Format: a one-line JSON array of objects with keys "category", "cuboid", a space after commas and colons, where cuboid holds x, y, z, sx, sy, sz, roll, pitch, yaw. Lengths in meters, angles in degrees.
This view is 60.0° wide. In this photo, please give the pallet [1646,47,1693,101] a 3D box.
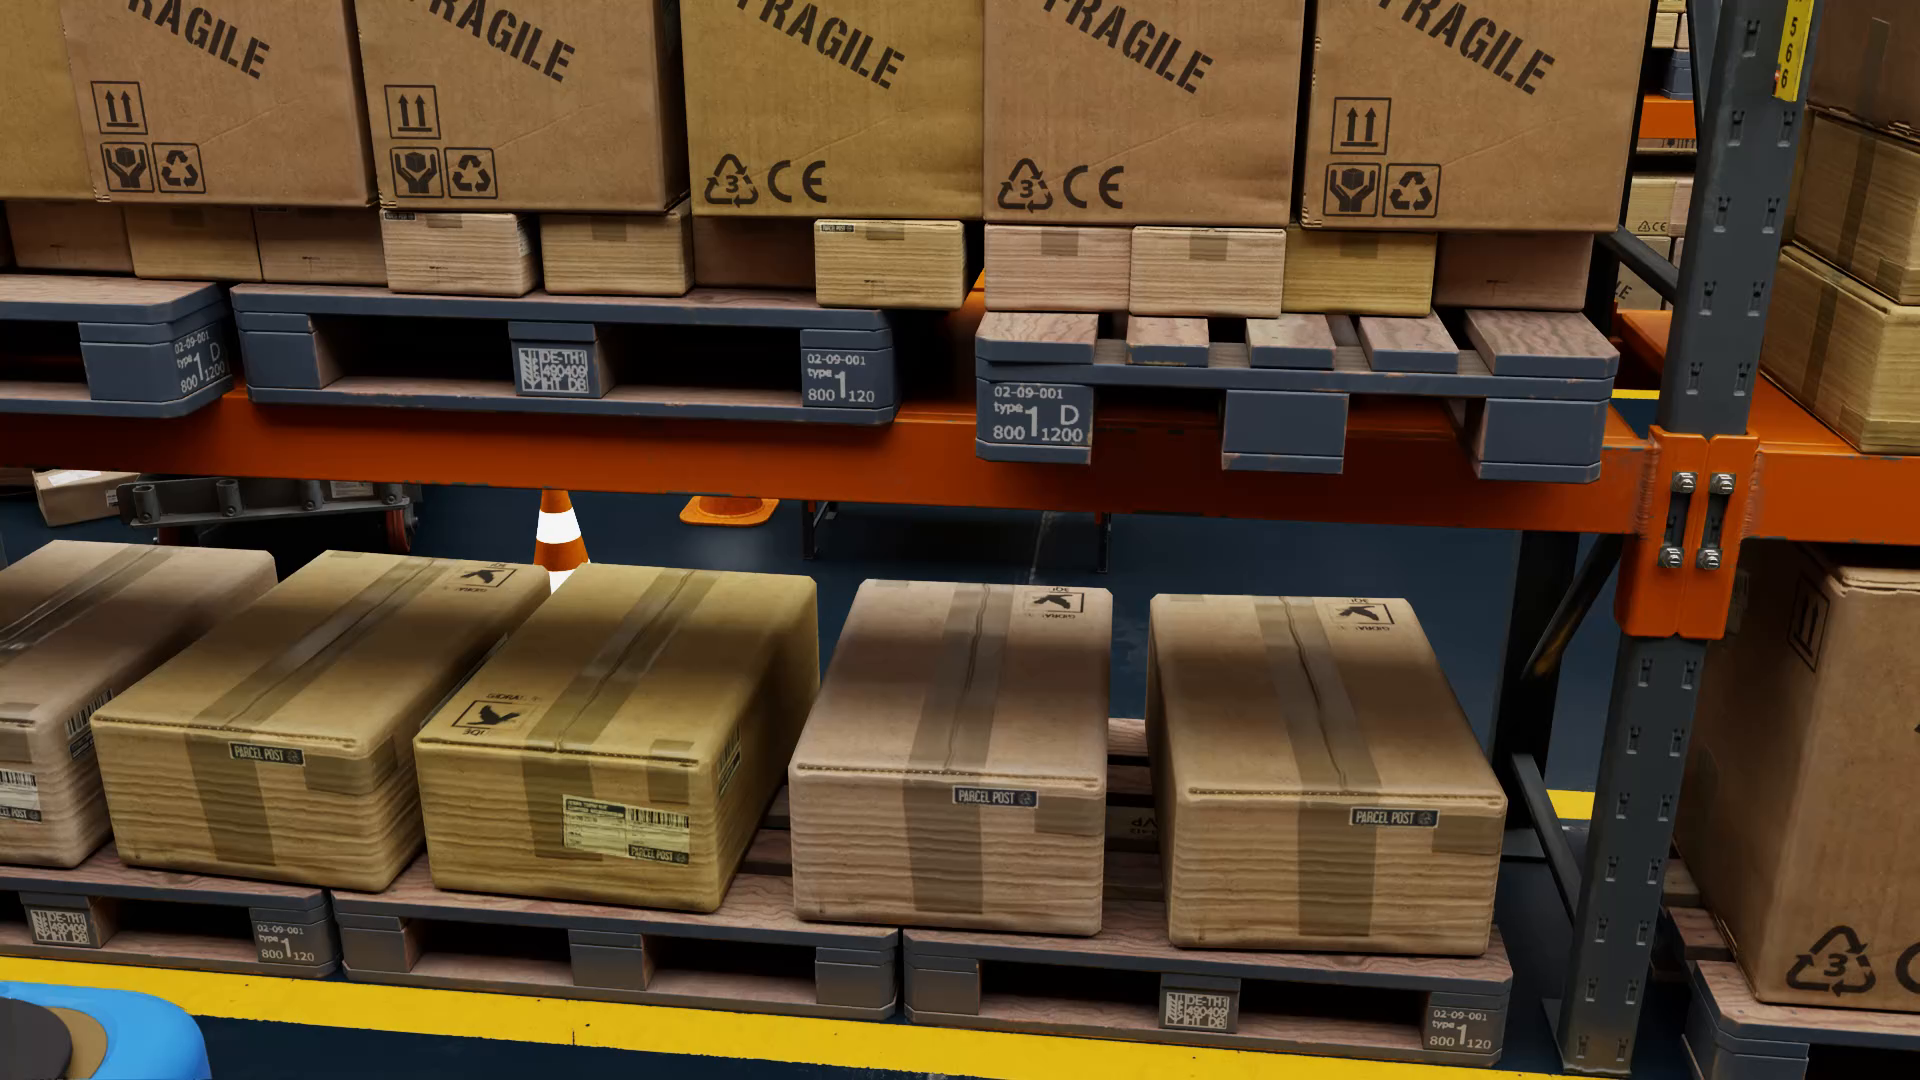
[{"category": "pallet", "cuboid": [3.764, -2.174, 7.619, 1.213, 0.211, 1.003, 2, 22, 6]}]

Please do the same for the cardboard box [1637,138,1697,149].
[{"category": "cardboard box", "cuboid": [4.924, -3.233, 12.356, 0.875, 0.875, 1.225, 2, 22, 4]}]

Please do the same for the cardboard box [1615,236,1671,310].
[{"category": "cardboard box", "cuboid": [2.965, -1.222, 7.780, 0.500, 0.500, 0.500, 3, 22, 7]}]

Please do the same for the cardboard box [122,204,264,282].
[{"category": "cardboard box", "cuboid": [-1.362, -0.609, 3.172, 0.250, 0.149, 0.380, 3, 22, 7]}]

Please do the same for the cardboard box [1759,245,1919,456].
[{"category": "cardboard box", "cuboid": [1.767, -0.339, 2.922, 0.500, 0.250, 0.500, 2, 22, 5]}]

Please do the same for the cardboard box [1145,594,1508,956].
[{"category": "cardboard box", "cuboid": [0.751, 0.477, 3.657, 0.625, 0.372, 0.950, 1, 22, 3]}]

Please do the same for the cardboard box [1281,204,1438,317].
[{"category": "cardboard box", "cuboid": [0.683, -0.514, 2.930, 0.250, 0.149, 0.380, 3, 22, 7]}]

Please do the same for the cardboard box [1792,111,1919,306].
[{"category": "cardboard box", "cuboid": [1.785, -0.573, 2.832, 0.500, 0.250, 0.500, 2, 22, 6]}]

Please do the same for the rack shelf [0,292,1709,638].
[{"category": "rack shelf", "cuboid": [-0.675, -0.274, 3.531, 4.000, 0.370, 1.077, 2, 22, 6]}]

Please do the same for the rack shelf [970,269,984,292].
[{"category": "rack shelf", "cuboid": [0.007, -0.795, 5.625, 1.000, 0.278, 0.538, 2, 22, 6]}]

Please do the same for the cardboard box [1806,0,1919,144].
[{"category": "cardboard box", "cuboid": [1.772, -0.923, 2.698, 0.500, 0.500, 0.500, 2, 22, 5]}]

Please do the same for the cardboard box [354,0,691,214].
[{"category": "cardboard box", "cuboid": [-0.731, -0.884, 2.984, 0.500, 0.500, 0.500, 2, 22, 4]}]

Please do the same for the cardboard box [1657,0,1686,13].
[{"category": "cardboard box", "cuboid": [3.035, -2.424, 7.357, 0.250, 0.149, 0.380, 3, 22, 7]}]

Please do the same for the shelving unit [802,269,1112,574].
[{"category": "shelving unit", "cuboid": [0.007, -0.523, 5.732, 1.048, 1.125, 0.538, 2, 22, 6]}]

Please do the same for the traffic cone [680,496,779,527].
[{"category": "traffic cone", "cuboid": [-0.859, -0.325, 6.133, 0.334, 0.463, 0.336, 2, 22, 6]}]

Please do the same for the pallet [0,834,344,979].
[{"category": "pallet", "cuboid": [-1.888, 0.635, 4.047, 1.213, 0.211, 1.003, 2, 22, 6]}]

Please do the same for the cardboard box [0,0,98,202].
[{"category": "cardboard box", "cuboid": [-1.732, -0.929, 3.097, 0.500, 0.500, 0.500, 3, 22, 6]}]

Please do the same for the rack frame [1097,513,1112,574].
[{"category": "rack frame", "cuboid": [0.512, -0.501, 5.677, 0.032, 1.125, 0.500, 2, 22, 6]}]

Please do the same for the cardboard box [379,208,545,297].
[{"category": "cardboard box", "cuboid": [-0.858, -0.568, 3.066, 0.250, 0.149, 0.380, 3, 22, 8]}]

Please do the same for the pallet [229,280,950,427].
[{"category": "pallet", "cuboid": [-0.660, -0.503, 3.394, 1.213, 0.211, 1.003, 2, 22, 6]}]

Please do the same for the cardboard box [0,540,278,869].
[{"category": "cardboard box", "cuboid": [-2.140, 0.354, 3.969, 0.625, 0.372, 0.950, 3, 22, 7]}]

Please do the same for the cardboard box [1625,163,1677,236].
[{"category": "cardboard box", "cuboid": [2.953, -1.575, 7.653, 0.500, 0.250, 0.500, 2, 22, 6]}]

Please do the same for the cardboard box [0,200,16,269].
[{"category": "cardboard box", "cuboid": [-1.903, -0.620, 3.199, 0.250, 0.149, 0.380, 3, 22, 7]}]

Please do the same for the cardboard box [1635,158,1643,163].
[{"category": "cardboard box", "cuboid": [3.006, -1.763, 8.129, 0.500, 0.250, 0.500, 3, 22, 7]}]

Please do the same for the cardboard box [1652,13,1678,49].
[{"category": "cardboard box", "cuboid": [3.016, -2.285, 7.409, 0.250, 0.149, 0.380, 3, 22, 9]}]

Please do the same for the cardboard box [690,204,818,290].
[{"category": "cardboard box", "cuboid": [-0.331, -0.586, 3.112, 0.250, 0.149, 0.380, 3, 22, 7]}]

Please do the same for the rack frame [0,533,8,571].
[{"category": "rack frame", "cuboid": [-2.661, -0.695, 3.618, 0.127, 3.000, 1.000, 2, 22, 6]}]

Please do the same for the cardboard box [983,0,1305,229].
[{"category": "cardboard box", "cuboid": [0.312, -0.839, 2.869, 0.500, 0.500, 0.500, 2, 22, 5]}]

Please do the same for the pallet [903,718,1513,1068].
[{"category": "pallet", "cuboid": [0.535, 0.740, 3.780, 1.213, 0.211, 1.003, 2, 22, 6]}]

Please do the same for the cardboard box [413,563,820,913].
[{"category": "cardboard box", "cuboid": [-0.735, 0.413, 3.819, 0.625, 0.372, 0.950, 3, 22, 8]}]

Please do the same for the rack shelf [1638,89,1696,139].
[{"category": "rack shelf", "cuboid": [3.779, -1.912, 7.676, 4.000, 0.370, 1.077, 2, 22, 6]}]

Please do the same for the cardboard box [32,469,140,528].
[{"category": "cardboard box", "cuboid": [-3.218, -0.242, 6.192, 0.396, 0.266, 0.258, -14, 25, -31]}]

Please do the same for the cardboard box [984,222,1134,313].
[{"category": "cardboard box", "cuboid": [0.179, -0.522, 2.951, 0.250, 0.149, 0.380, 1, 22, 4]}]
